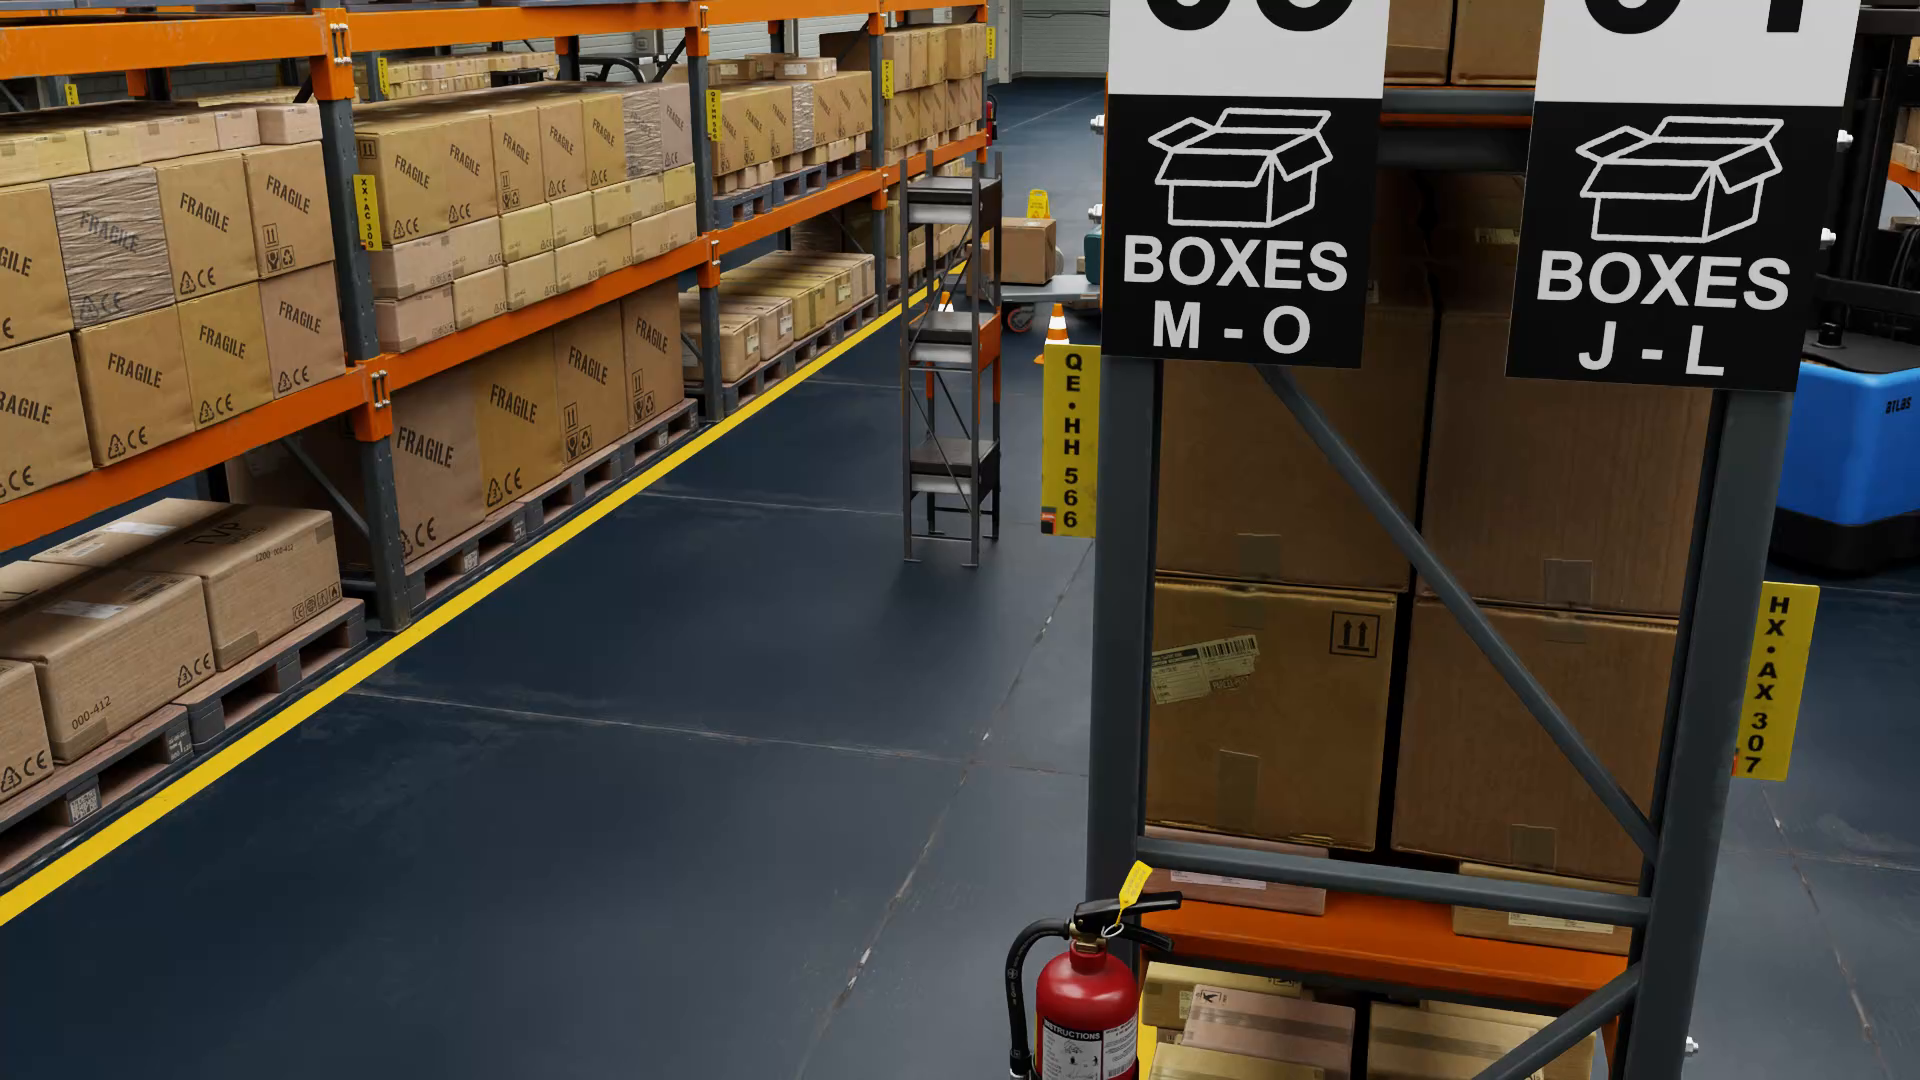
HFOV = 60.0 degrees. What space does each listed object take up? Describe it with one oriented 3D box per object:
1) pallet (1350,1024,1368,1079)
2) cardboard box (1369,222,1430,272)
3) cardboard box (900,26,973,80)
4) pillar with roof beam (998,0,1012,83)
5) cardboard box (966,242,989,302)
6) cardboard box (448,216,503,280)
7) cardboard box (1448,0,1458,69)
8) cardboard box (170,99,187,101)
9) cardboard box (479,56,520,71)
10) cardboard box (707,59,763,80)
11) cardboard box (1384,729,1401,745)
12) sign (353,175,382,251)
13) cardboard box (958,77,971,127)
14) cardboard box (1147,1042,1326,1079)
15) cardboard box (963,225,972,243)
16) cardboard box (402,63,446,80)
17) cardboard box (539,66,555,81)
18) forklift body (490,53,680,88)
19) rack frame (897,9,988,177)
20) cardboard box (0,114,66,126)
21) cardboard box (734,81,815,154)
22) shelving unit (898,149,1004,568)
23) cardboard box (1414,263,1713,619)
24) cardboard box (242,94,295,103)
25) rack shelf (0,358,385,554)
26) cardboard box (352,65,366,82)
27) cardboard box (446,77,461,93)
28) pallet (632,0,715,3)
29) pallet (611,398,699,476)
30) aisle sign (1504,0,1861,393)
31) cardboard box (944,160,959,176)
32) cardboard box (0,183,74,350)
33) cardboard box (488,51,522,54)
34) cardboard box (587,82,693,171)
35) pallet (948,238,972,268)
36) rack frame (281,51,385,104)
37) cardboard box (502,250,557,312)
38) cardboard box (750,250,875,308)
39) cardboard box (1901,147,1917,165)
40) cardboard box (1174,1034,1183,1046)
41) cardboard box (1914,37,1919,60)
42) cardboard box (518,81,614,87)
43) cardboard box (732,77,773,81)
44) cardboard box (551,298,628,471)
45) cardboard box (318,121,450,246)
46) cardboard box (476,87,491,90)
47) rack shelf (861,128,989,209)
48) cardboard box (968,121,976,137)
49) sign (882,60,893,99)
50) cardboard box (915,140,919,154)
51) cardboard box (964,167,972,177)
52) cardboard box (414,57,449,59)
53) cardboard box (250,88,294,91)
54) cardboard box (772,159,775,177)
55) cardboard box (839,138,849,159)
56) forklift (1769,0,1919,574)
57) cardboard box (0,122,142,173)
[{"bbox_3d":[0.970,1.631,4.087,1.003,0.211,1.213,5,19,13],"label":"pallet"},{"bbox_3d":[0.713,-0.396,3.546,0.500,0.500,0.500,4,19,12],"label":"cardboard box"},{"bbox_3d":[-0.266,-4.945,16.863,0.700,0.500,0.500,4,19,13],"label":"cardboard box"},{"bbox_3d":[5.449,-16.933,44.841,9.100,9.000,0.400,5,19,13],"label":"pillar with roof beam"},{"bbox_3d":[0.407,-2.580,15.965,0.500,0.500,0.500,-13,23,-34],"label":"cardboard box"},{"bbox_3d":[-2.648,-1.473,8.318,0.500,0.250,0.500,5,19,14],"label":"cardboard box"},{"bbox_3d":[1.209,-1.047,3.204,0.500,0.250,0.500,5,20,15],"label":"cardboard box"},{"bbox_3d":[-6.726,-3.626,14.004,0.380,0.149,0.250,5,20,15],"label":"cardboard box"},{"bbox_3d":[-5.051,-5.218,18.205,0.380,0.149,0.250,5,20,15],"label":"cardboard box"},{"bbox_3d":[-1.798,-3.759,13.285,0.380,0.149,0.250,6,20,16],"label":"cardboard box"},{"bbox_3d":[1.186,0.375,3.838,0.380,0.149,0.250,6,20,16],"label":"cardboard box"},{"bbox_3d":[-2.590,-1.430,7.272,0.100,0.325,0.005,5,19,13],"label":"sign"},{"bbox_3d":[-0.189,-4.627,17.479,0.500,0.500,0.500,5,19,14],"label":"cardboard box"},{"bbox_3d":[0.602,1.270,3.670,0.380,0.149,0.250,5,19,14],"label":"cardboard box"},{"bbox_3d":[-0.139,-3.403,18.114,0.500,0.250,0.500,5,19,13],"label":"cardboard box"},{"bbox_3d":[-5.430,-4.738,16.801,0.380,0.149,0.250,5,20,15],"label":"cardboard box"},{"bbox_3d":[-4.858,-5.319,18.962,0.380,0.149,0.250,5,19,14],"label":"cardboard box"},{"bbox_3d":[-3.705,-4.038,17.683,2.313,2.155,1.214,5,19,13],"label":"forklift body"},{"bbox_3d":[-0.197,-4.787,18.563,1.000,3.000,0.127,5,19,13],"label":"rack frame"},{"bbox_3d":[-3.646,-1.537,6.342,0.380,0.149,0.250,5,19,13],"label":"cardboard box"},{"bbox_3d":[-1.444,-3.277,12.875,0.500,0.500,0.500,4,19,11],"label":"cardboard box"},{"bbox_3d":[-0.040,-0.942,8.696,0.431,2.100,0.503,5,19,13],"label":"shelving unit"},{"bbox_3d":[1.086,-0.194,2.954,0.500,0.500,0.500,5,19,13],"label":"cardboard box"},{"bbox_3d":[-6.073,-3.829,14.600,0.380,0.149,0.250,4,19,12],"label":"cardboard box"},{"bbox_3d":[-3.617,-0.059,5.832,1.077,0.370,4.000,5,19,13],"label":"rack shelf"},{"bbox_3d":[-6.102,-4.619,16.451,0.380,0.149,0.250,4,19,12],"label":"cardboard box"},{"bbox_3d":[-5.359,-4.677,17.081,0.380,0.149,0.250,4,19,13],"label":"cardboard box"},{"bbox_3d":[-2.257,-3.404,10.165,1.213,0.211,1.003,6,20,16],"label":"pallet"},{"bbox_3d":[-2.417,-0.719,10.967,1.003,0.211,1.213,5,19,13],"label":"pallet"},{"bbox_3d":[0.992,-0.597,2.272,0.394,0.787,0.004,5,19,13],"label":"aisle sign"},{"bbox_3d":[-0.229,-3.876,17.336,0.380,0.149,0.250,5,19,14],"label":"cardboard box"},{"bbox_3d":[-3.354,-0.902,5.486,0.500,0.500,0.500,5,19,14],"label":"cardboard box"},{"bbox_3d":[-5.300,-5.585,19.279,0.380,0.149,0.250,4,19,12],"label":"cardboard box"},{"bbox_3d":[-2.024,-2.618,10.509,0.500,0.500,0.500,4,19,12],"label":"cardboard box"},{"bbox_3d":[-0.448,-3.192,18.207,1.003,0.211,1.213,5,19,13],"label":"pallet"},{"bbox_3d":[-5.988,-3.925,16.037,1.000,3.000,0.127,5,19,13],"label":"rack frame"},{"bbox_3d":[-2.500,-1.394,8.860,0.500,0.250,0.500,4,19,13],"label":"cardboard box"},{"bbox_3d":[-1.300,-2.324,14.768,0.950,0.372,0.625,5,19,14],"label":"cardboard box"},{"bbox_3d":[8.848,-3.504,15.193,0.380,0.149,0.250,5,19,13],"label":"cardboard box"},{"bbox_3d":[0.687,1.331,3.952,0.380,0.149,0.250,4,19,12],"label":"cardboard box"},{"bbox_3d":[8.764,-4.202,14.688,0.500,0.500,0.500,5,19,13],"label":"cardboard box"},{"bbox_3d":[-2.509,-2.665,10.648,0.500,0.500,0.500,4,19,12],"label":"cardboard box"},{"bbox_3d":[-1.823,-3.485,13.486,0.500,0.500,0.500,5,19,13],"label":"cardboard box"},{"bbox_3d":[-2.623,-0.984,10.065,0.875,0.875,0.875,5,19,14],"label":"cardboard box"},{"bbox_3d":[-2.743,-1.662,7.711,0.500,0.500,0.500,5,19,14],"label":"cardboard box"},{"bbox_3d":[-5.249,-4.570,17.771,0.500,0.500,0.500,5,19,14],"label":"cardboard box"},{"bbox_3d":[-0.686,-3.820,16.844,1.077,0.370,4.000,5,19,13],"label":"rack shelf"},{"bbox_3d":[-0.035,-4.446,17.953,0.380,0.149,0.250,4,19,13],"label":"cardboard box"},{"bbox_3d":[-0.635,-4.039,14.580,0.100,0.325,0.005,5,19,13],"label":"sign"},{"bbox_3d":[-0.610,-3.818,16.113,0.380,0.149,0.250,5,19,13],"label":"cardboard box"},{"bbox_3d":[-0.140,-3.768,18.023,0.500,0.500,0.500,5,19,14],"label":"cardboard box"},{"bbox_3d":[-5.706,-5.102,17.867,0.380,0.149,0.250,5,19,14],"label":"cardboard box"},{"bbox_3d":[-6.399,-4.106,15.409,0.380,0.149,0.250,4,19,12],"label":"cardboard box"},{"bbox_3d":[-1.608,-2.781,12.429,0.380,0.149,0.250,6,20,17],"label":"cardboard box"},{"bbox_3d":[-1.142,-3.266,13.846,0.380,0.149,0.250,4,19,12],"label":"cardboard box"},{"bbox_3d":[5.524,-1.549,9.189,3.031,2.935,1.130,-11,22,-30],"label":"forklift"},{"bbox_3d":[-3.206,-1.418,5.995,0.380,0.149,0.250,5,19,13],"label":"cardboard box"}]
